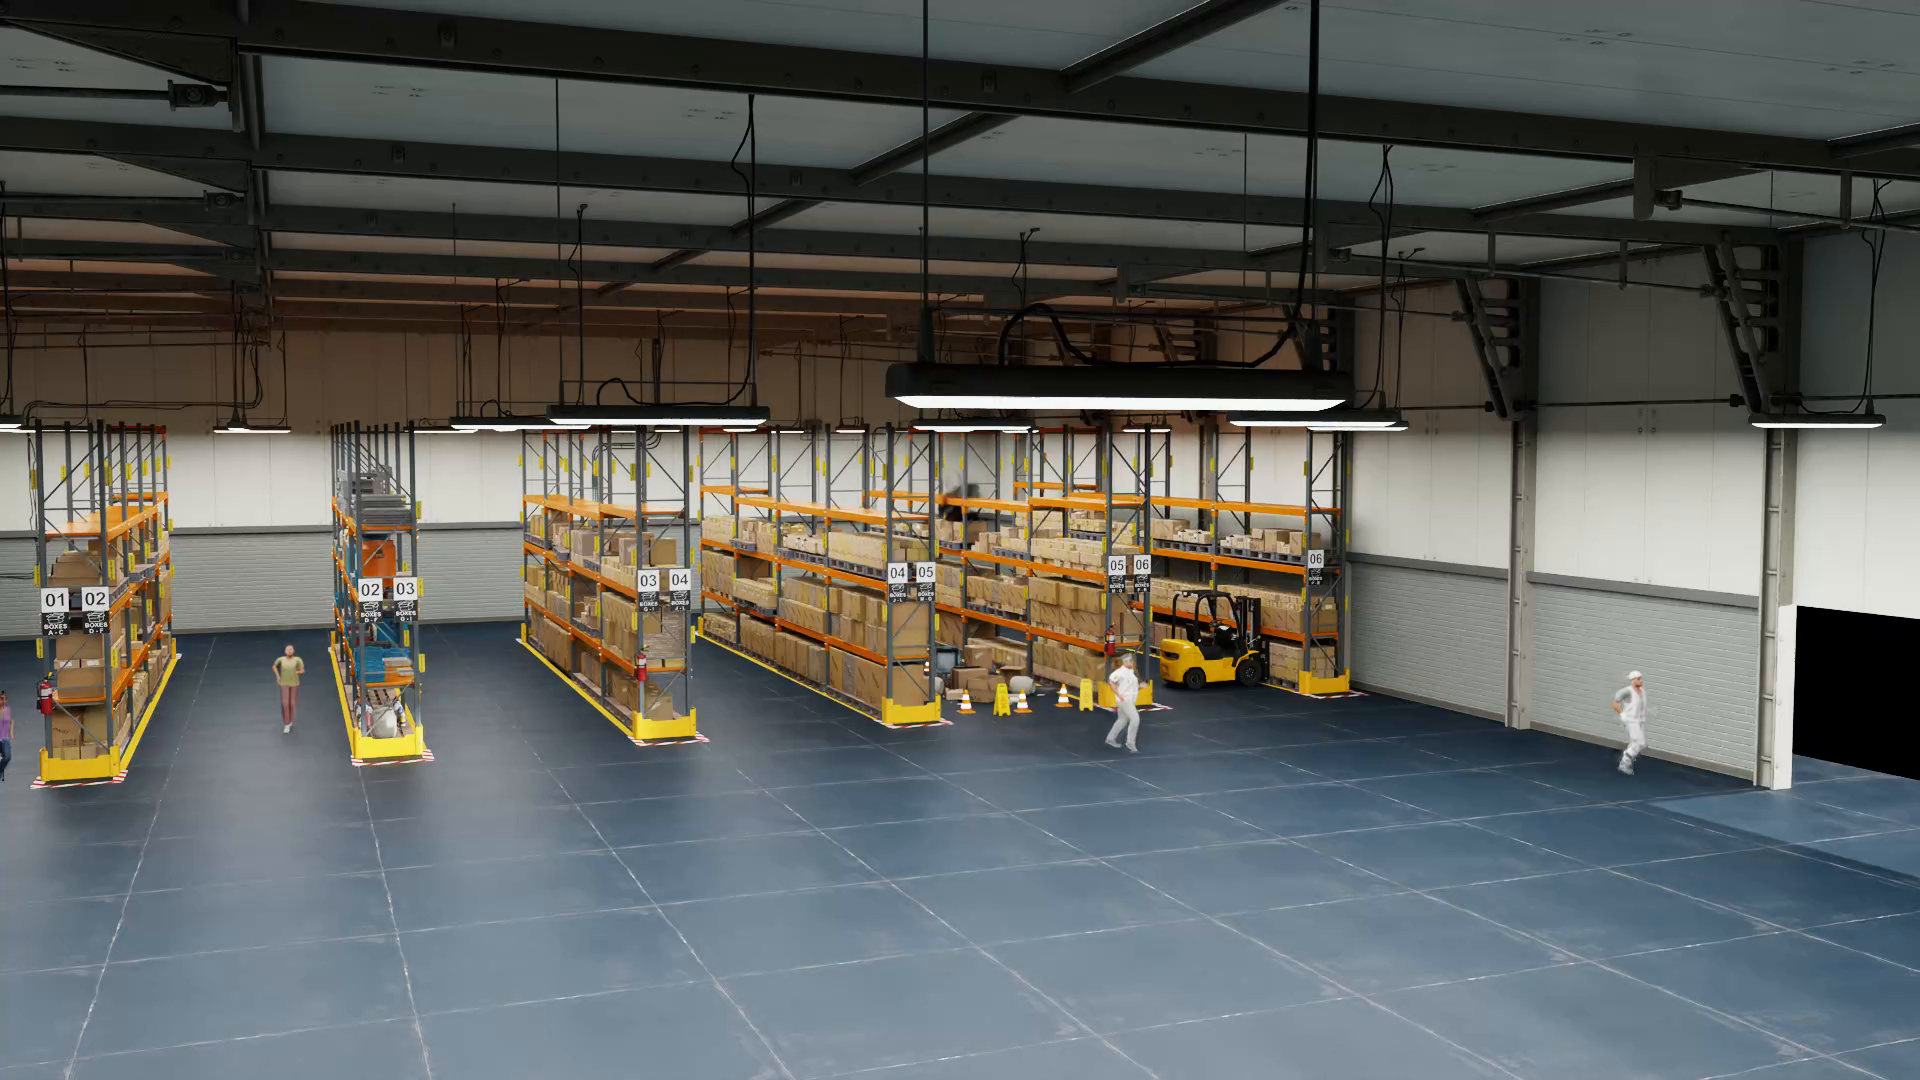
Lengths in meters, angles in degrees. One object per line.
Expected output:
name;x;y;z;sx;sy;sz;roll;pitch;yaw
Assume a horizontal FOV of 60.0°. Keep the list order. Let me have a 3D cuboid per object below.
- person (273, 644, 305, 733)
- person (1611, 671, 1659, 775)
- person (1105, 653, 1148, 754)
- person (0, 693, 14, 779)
person;-13.046;2.868;32.376;0.557;1.724;0.738;-2;4;-28
person;11.381;3.083;27.998;0.632;1.762;0.642;-2;4;-32
person;3.015;2.963;30.201;0.797;1.851;0.636;1;4;20
person;-15.587;3.263;26.954;0.590;1.547;0.601;3;4;37
